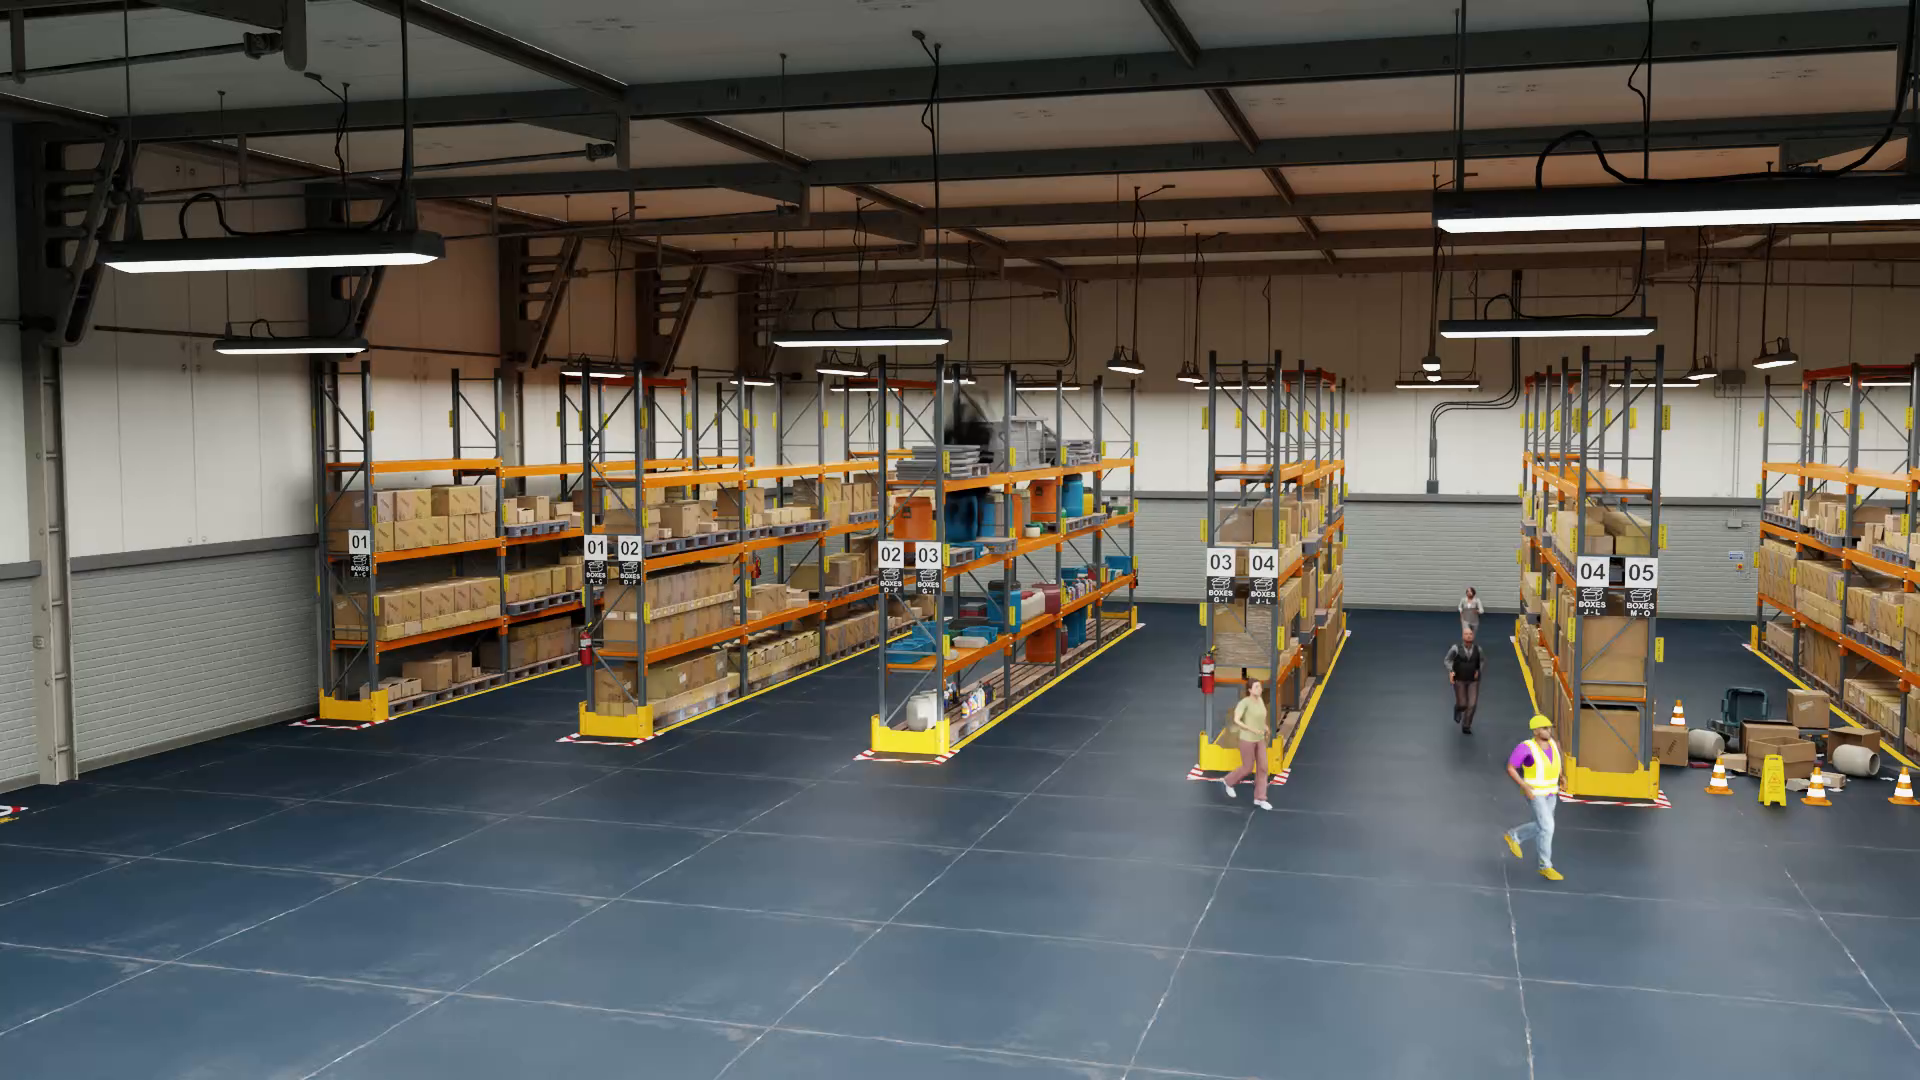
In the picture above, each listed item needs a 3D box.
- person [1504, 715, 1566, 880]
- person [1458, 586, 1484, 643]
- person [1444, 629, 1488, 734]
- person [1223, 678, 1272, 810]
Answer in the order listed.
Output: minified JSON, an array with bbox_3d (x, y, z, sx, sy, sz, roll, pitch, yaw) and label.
[{"bbox_3d":[6.367,2.800,18.396,0.689,1.767,0.843,-2,5,-30],"label":"person"},{"bbox_3d":[10.527,1.817,34.271,0.507,1.551,0.707,1,4,17],"label":"person"},{"bbox_3d":[8.129,2.259,26.717,0.671,1.676,0.597,0,4,5],"label":"person"},{"bbox_3d":[3.792,2.625,21.699,0.600,1.677,0.817,-3,5,-35],"label":"person"}]
